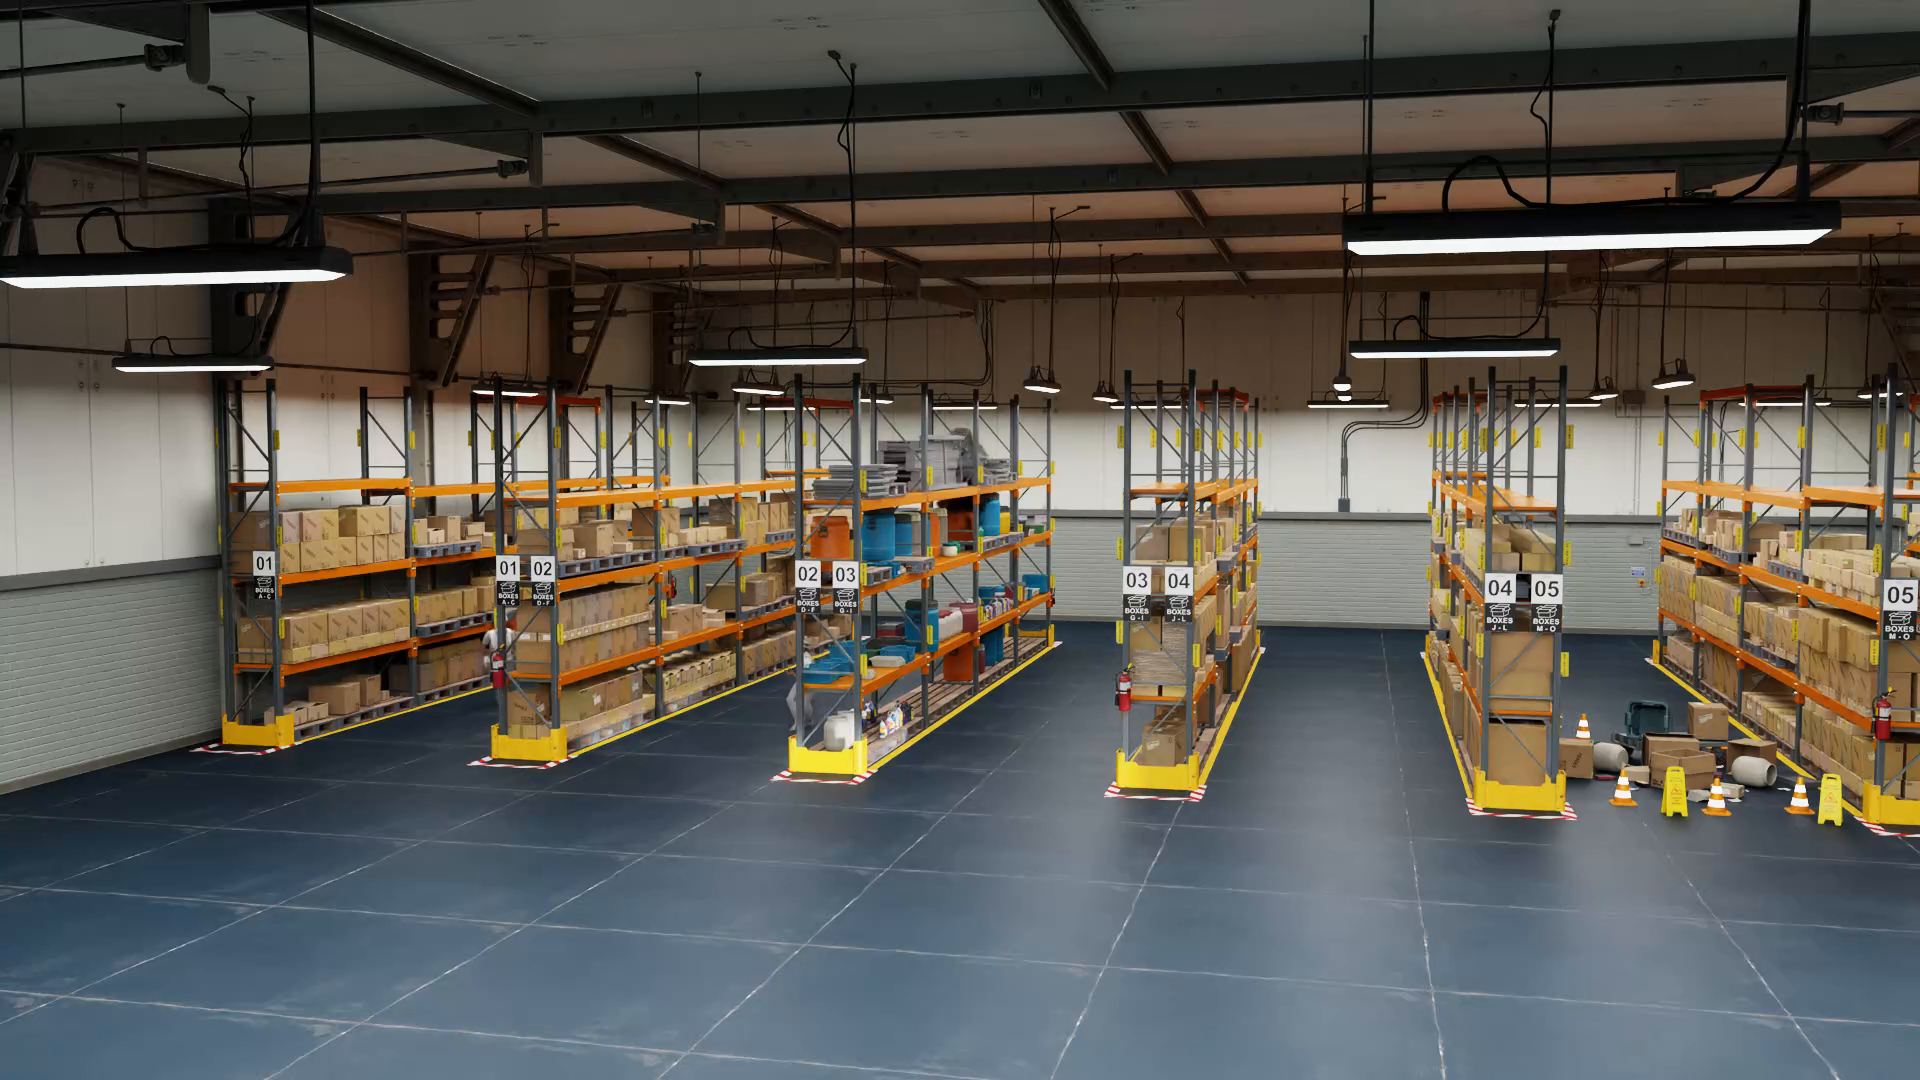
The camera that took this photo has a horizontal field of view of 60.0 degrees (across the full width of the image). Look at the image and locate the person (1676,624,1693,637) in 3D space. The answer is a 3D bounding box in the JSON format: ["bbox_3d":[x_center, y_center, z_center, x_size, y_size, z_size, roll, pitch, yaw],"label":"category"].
[{"bbox_3d":[16.727,2.004,38.080,0.968,1.469,0.534,2,4,35],"label":"person"}]

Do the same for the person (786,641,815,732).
[{"bbox_3d":[-2.701,2.473,28.590,0.673,1.596,0.719,-3,4,-40],"label":"person"}]

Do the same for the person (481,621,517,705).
[{"bbox_3d":[-8.614,2.293,31.346,0.690,1.736,0.850,-3,4,-38],"label":"person"}]
